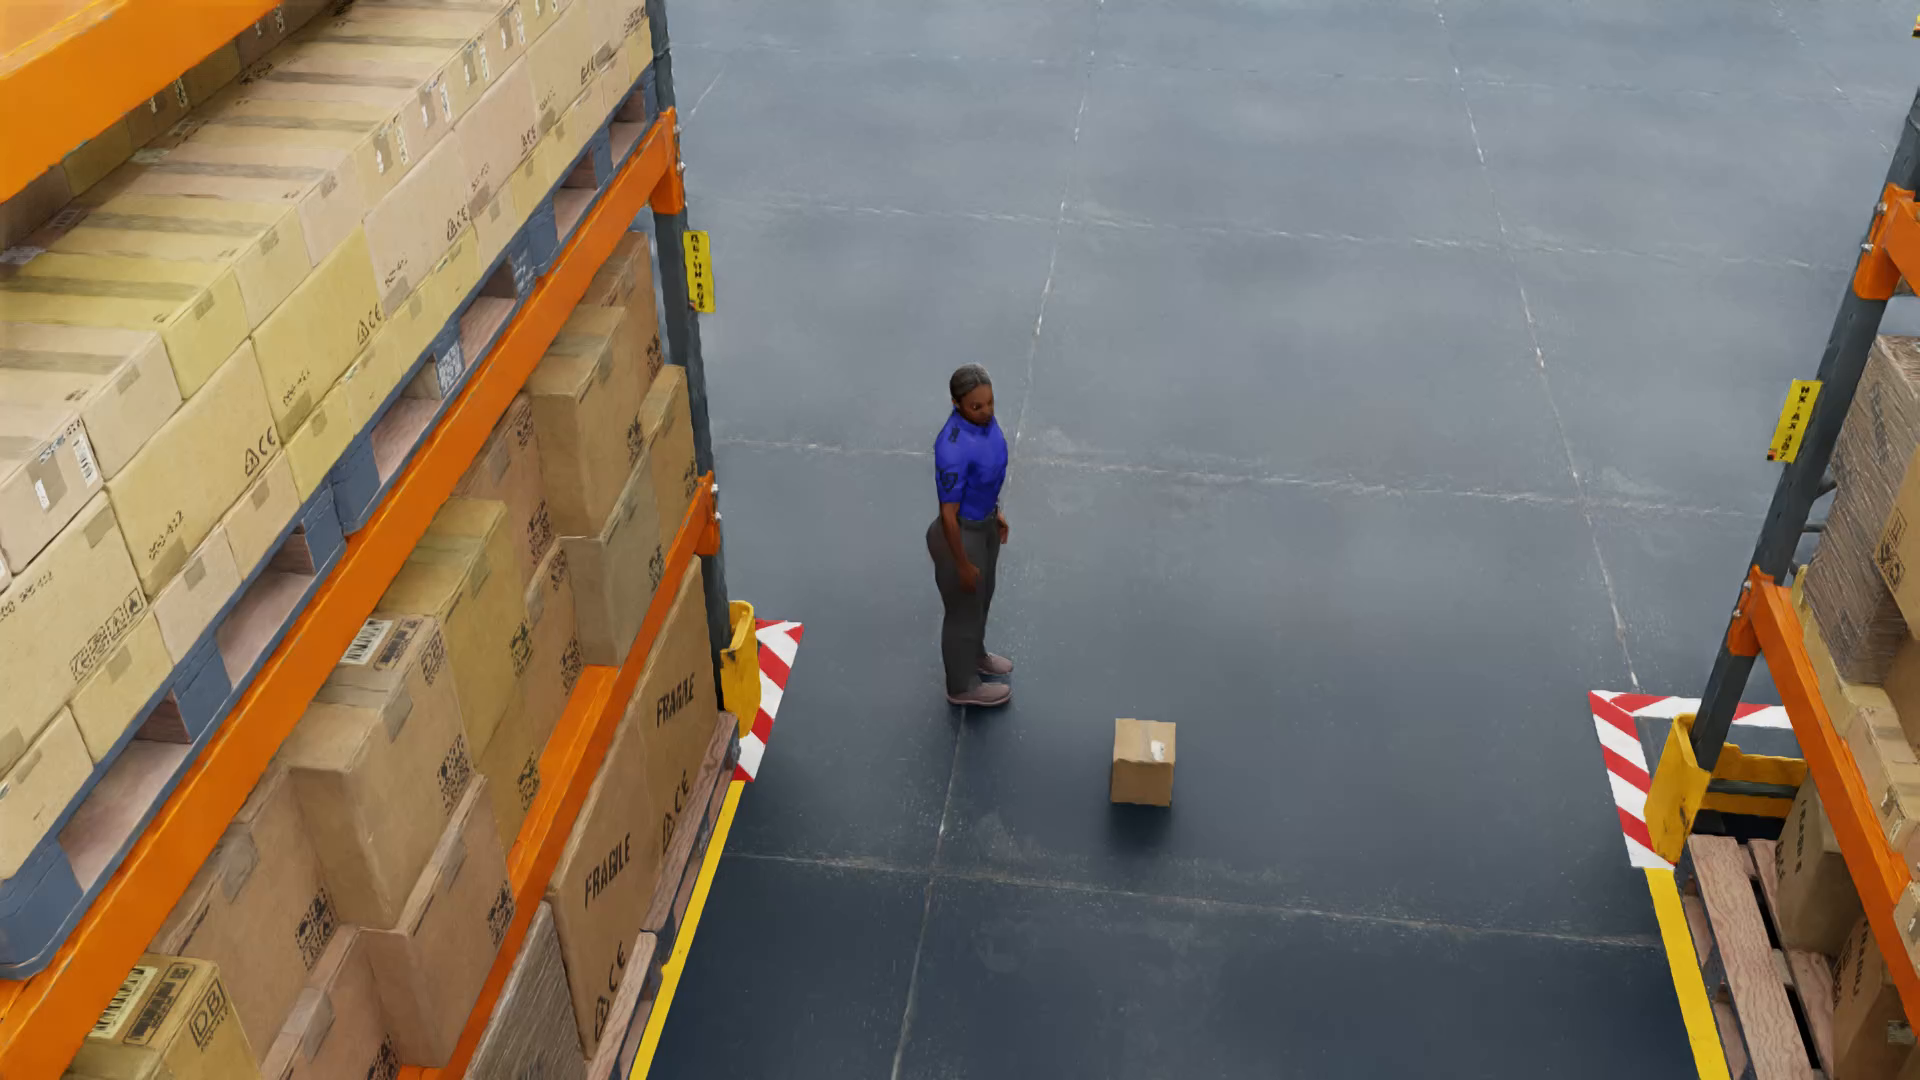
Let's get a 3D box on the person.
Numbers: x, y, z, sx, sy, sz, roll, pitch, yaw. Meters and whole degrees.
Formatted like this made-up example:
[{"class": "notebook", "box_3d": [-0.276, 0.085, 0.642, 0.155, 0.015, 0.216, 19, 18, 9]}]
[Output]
[{"class": "person", "box_3d": [0.065, -0.004, 7.040, 0.374, 1.700, 0.500, 12, 38, 15]}]
